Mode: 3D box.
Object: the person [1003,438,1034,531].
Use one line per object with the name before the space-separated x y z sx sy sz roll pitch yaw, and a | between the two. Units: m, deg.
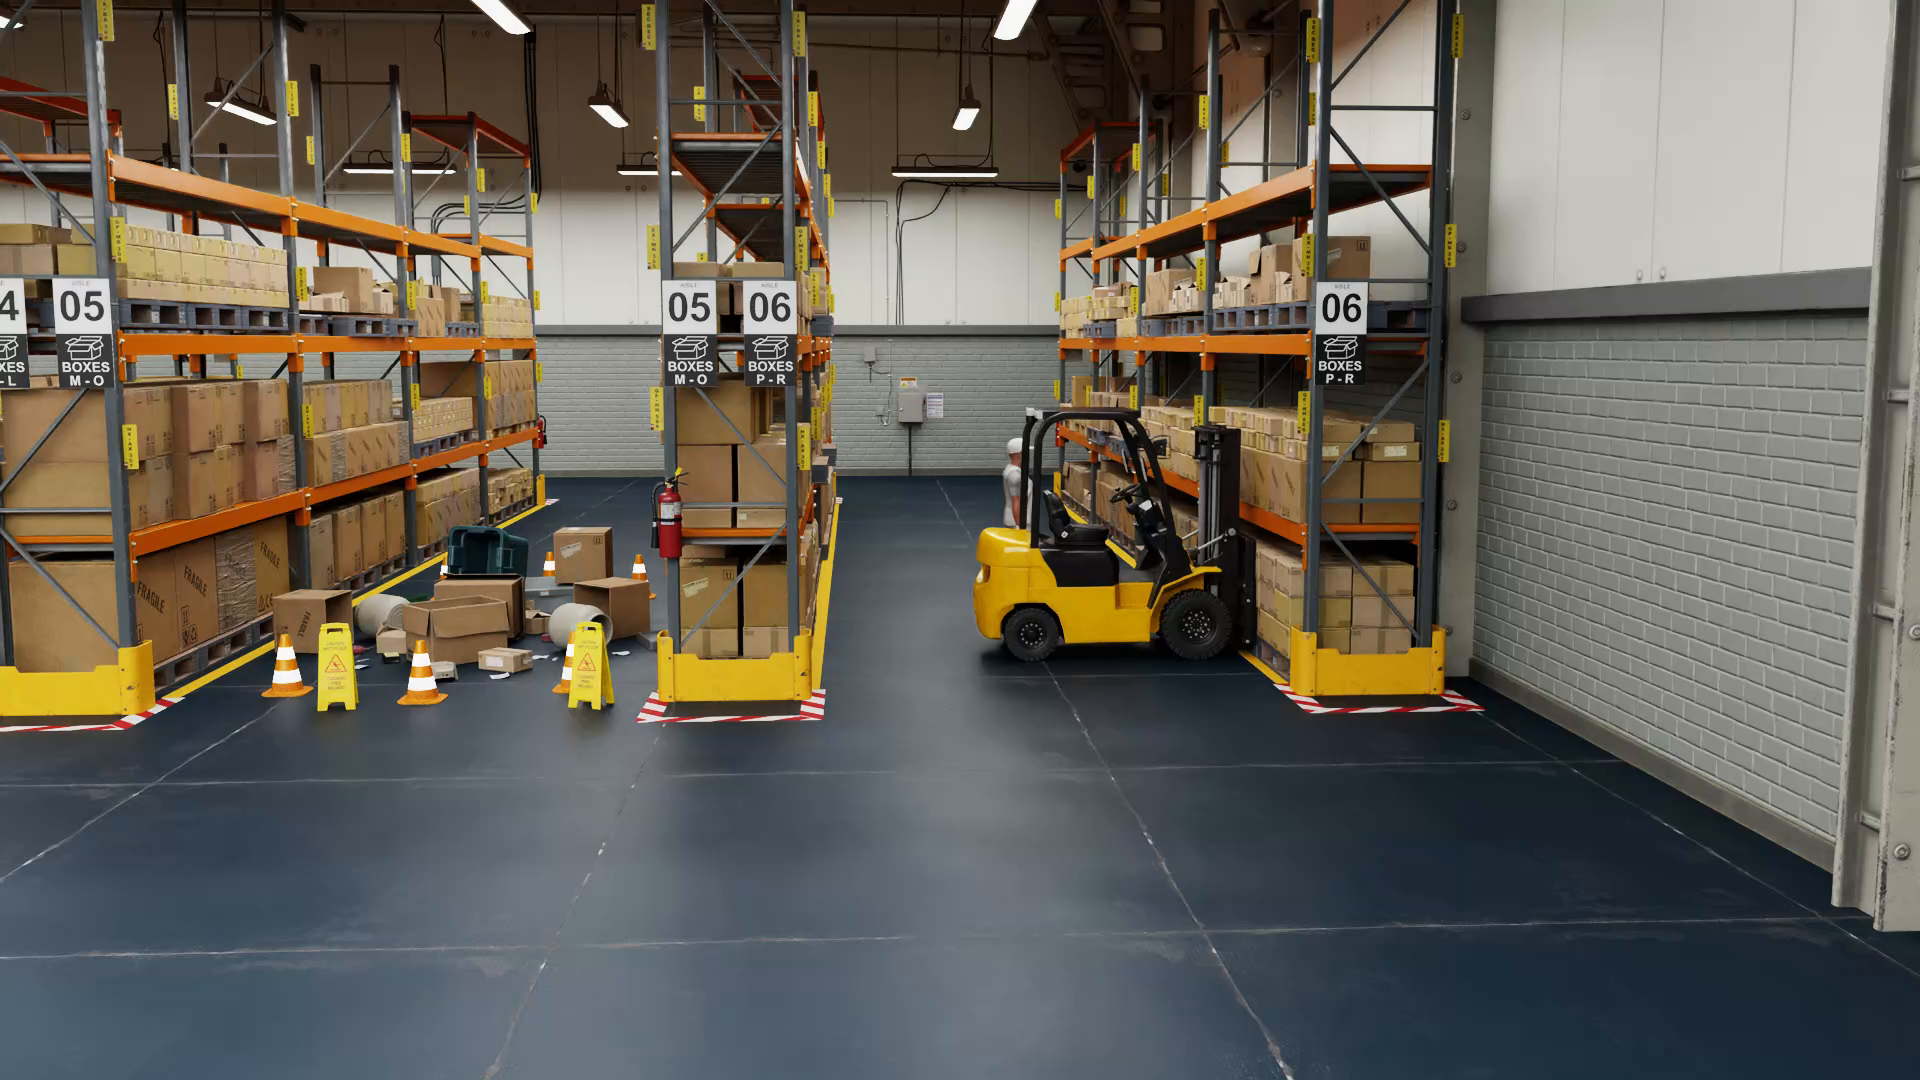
person | 0.615 -0.135 16.782 0.370 1.787 0.524 0 7 -2
